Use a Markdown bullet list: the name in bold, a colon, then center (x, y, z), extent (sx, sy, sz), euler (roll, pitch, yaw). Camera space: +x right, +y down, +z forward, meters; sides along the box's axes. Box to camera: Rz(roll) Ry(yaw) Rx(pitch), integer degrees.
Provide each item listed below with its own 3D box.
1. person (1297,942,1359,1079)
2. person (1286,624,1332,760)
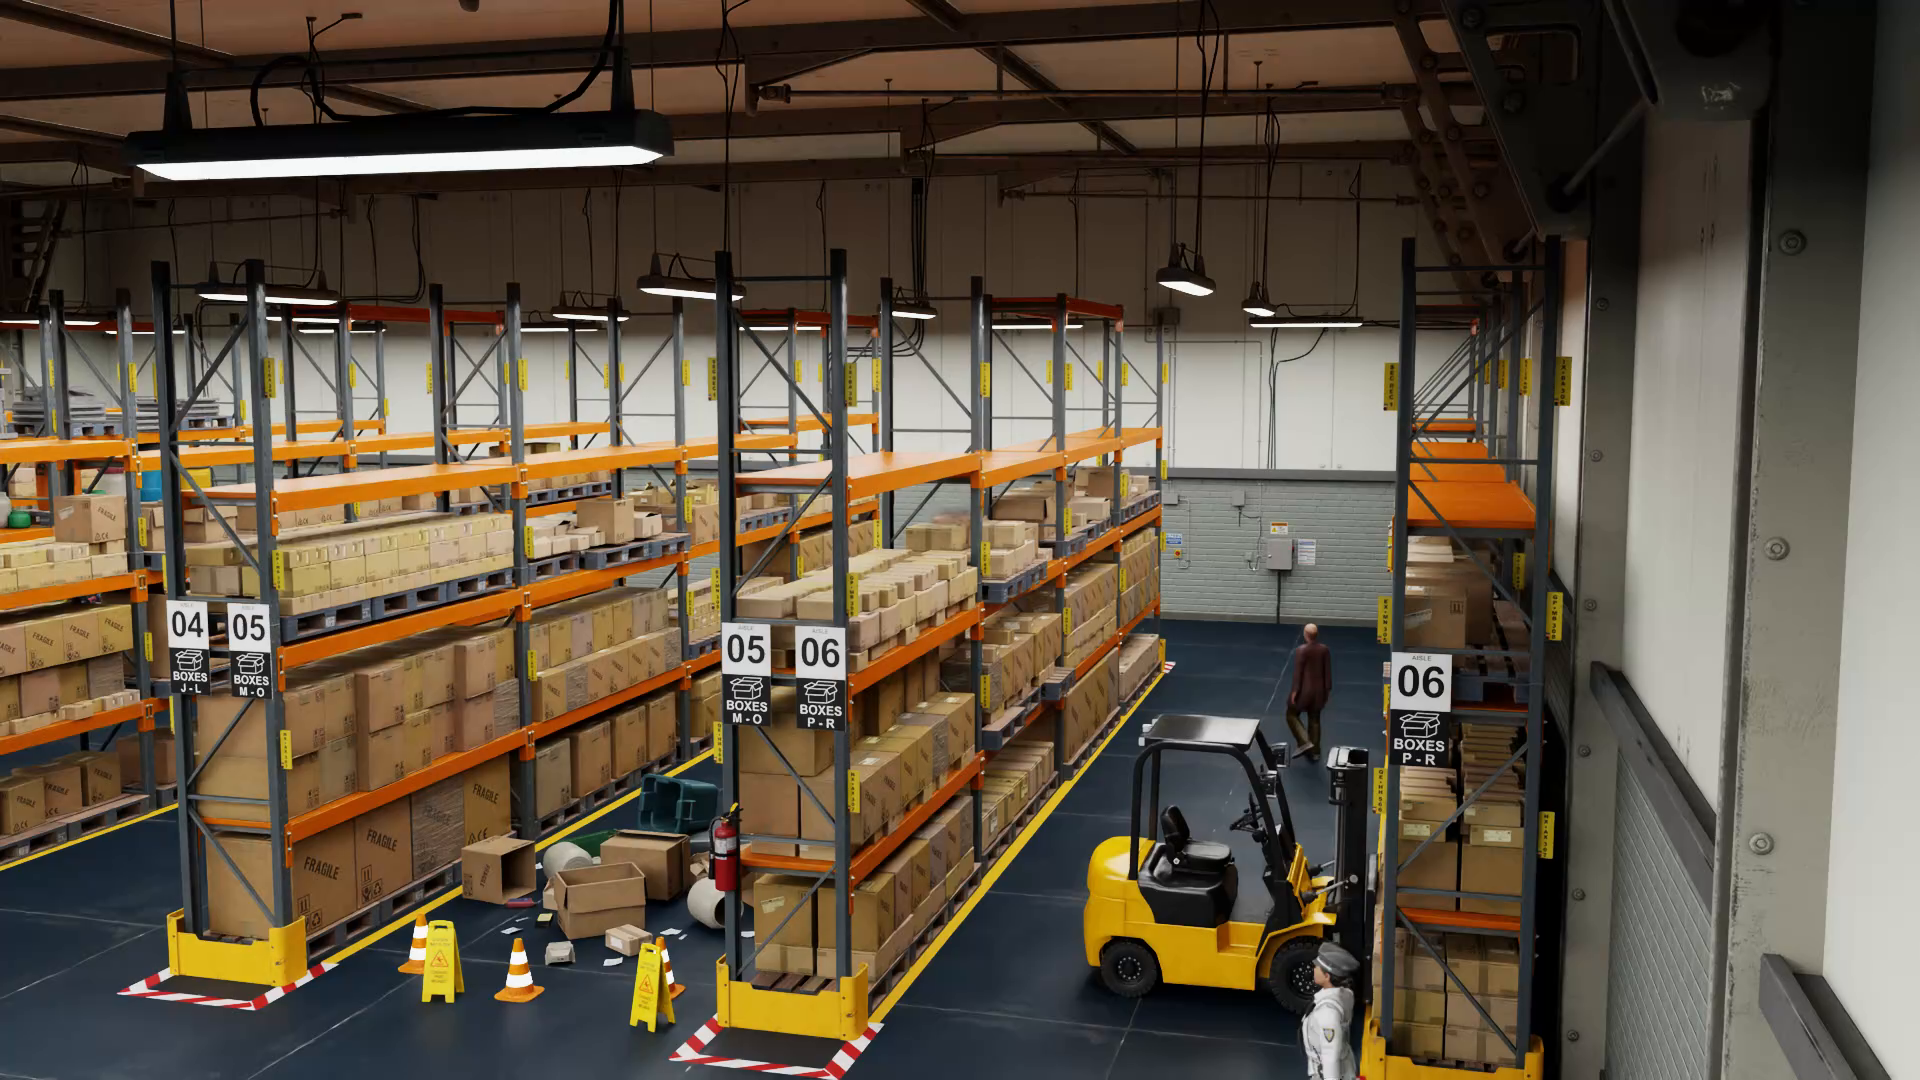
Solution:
- **person**: center (2.296, 3.268, 10.127), extent (0.970, 1.644, 0.485), euler (2, 6, 16)
- **person**: center (4.591, 1.982, 21.740), extent (0.638, 1.779, 0.539), euler (-3, 7, -23)
